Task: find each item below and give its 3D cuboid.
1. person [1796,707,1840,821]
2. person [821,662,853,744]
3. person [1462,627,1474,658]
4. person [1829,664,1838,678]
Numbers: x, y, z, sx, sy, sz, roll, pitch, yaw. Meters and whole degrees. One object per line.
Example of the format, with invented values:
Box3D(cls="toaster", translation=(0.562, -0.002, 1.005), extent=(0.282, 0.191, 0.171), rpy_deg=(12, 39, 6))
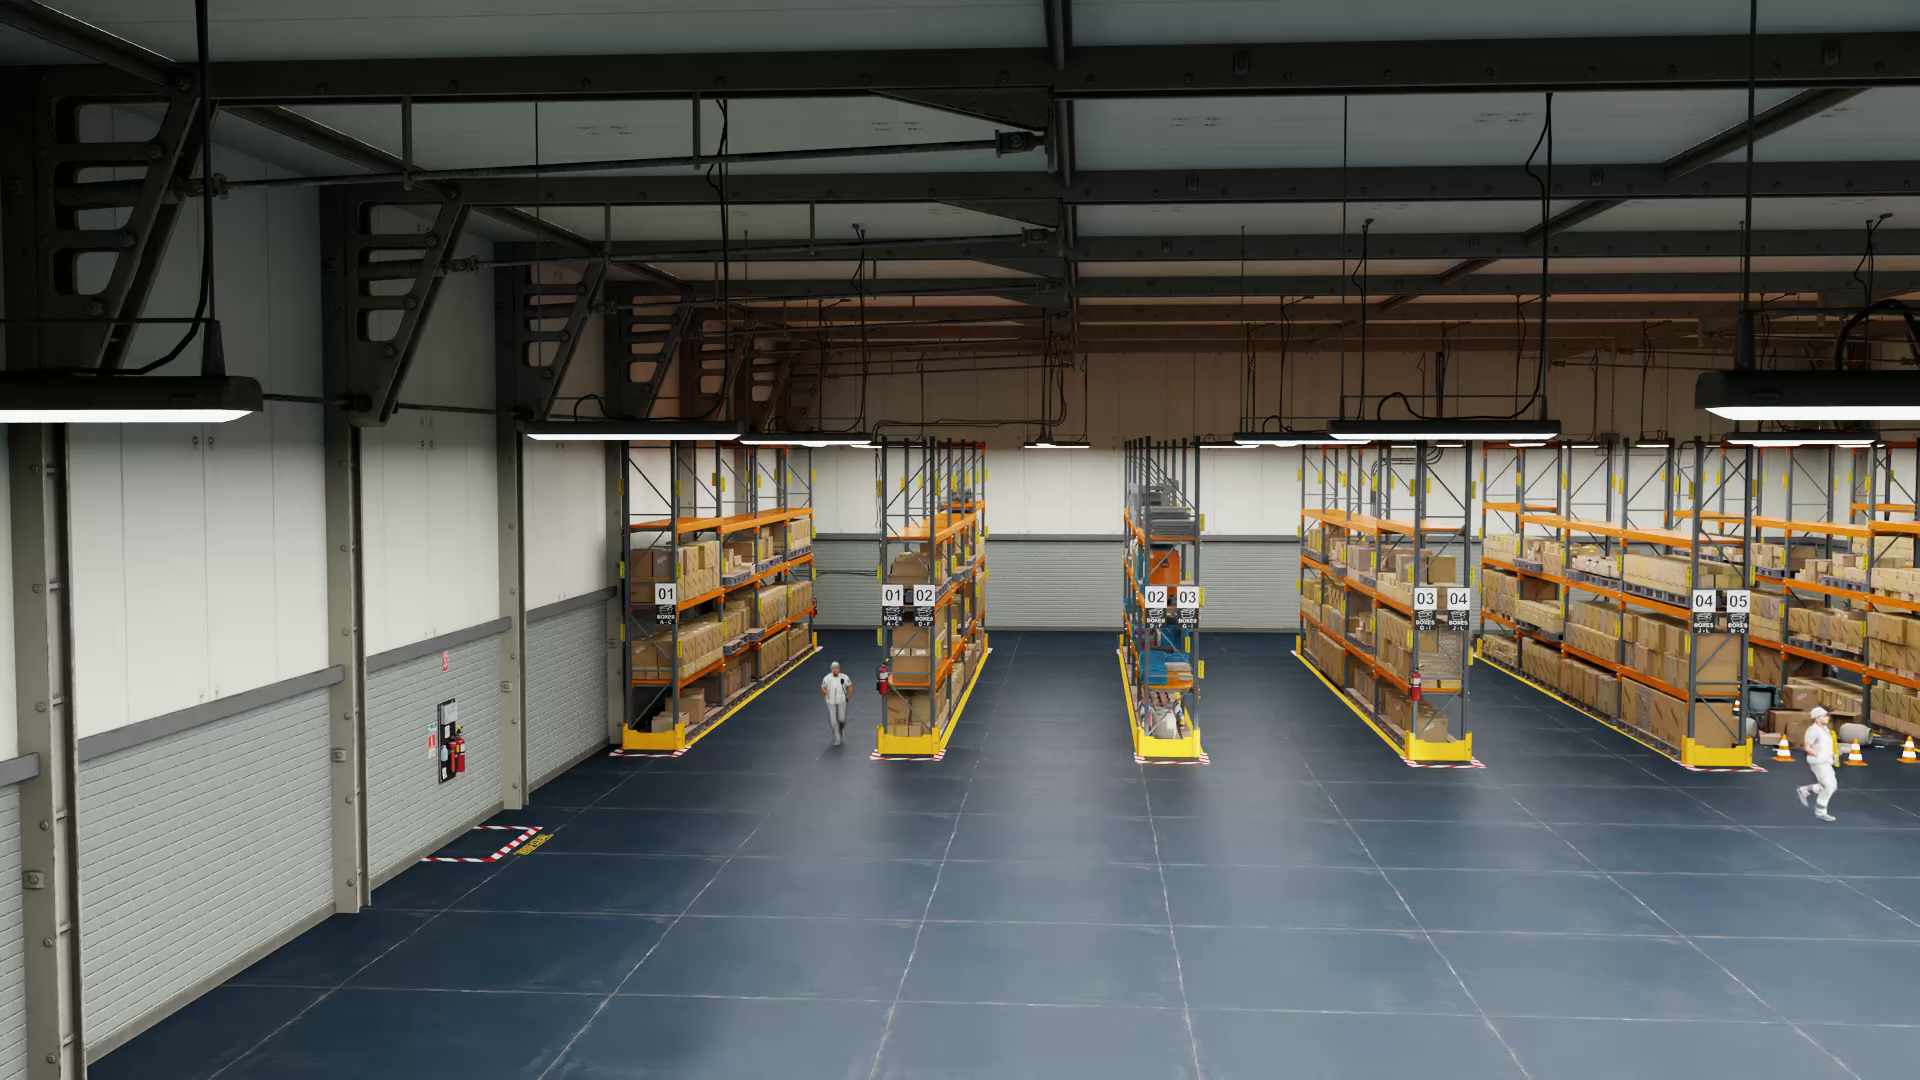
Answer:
Box3D(cls="person", translation=(13.329, 3.471, 25.897), extent=(0.656, 1.745, 0.615), rpy_deg=(-3, 4, -44))
Box3D(cls="person", translation=(-2.405, 3.179, 32.376), extent=(0.611, 1.623, 0.638), rpy_deg=(0, 3, 3))
Box3D(cls="person", translation=(12.556, 2.692, 41.466), extent=(0.560, 1.618, 0.578), rpy_deg=(0, 3, -3))
Box3D(cls="person", translation=(21.782, 2.590, 41.605), extent=(0.657, 1.755, 0.971), rpy_deg=(0, 3, -2))
